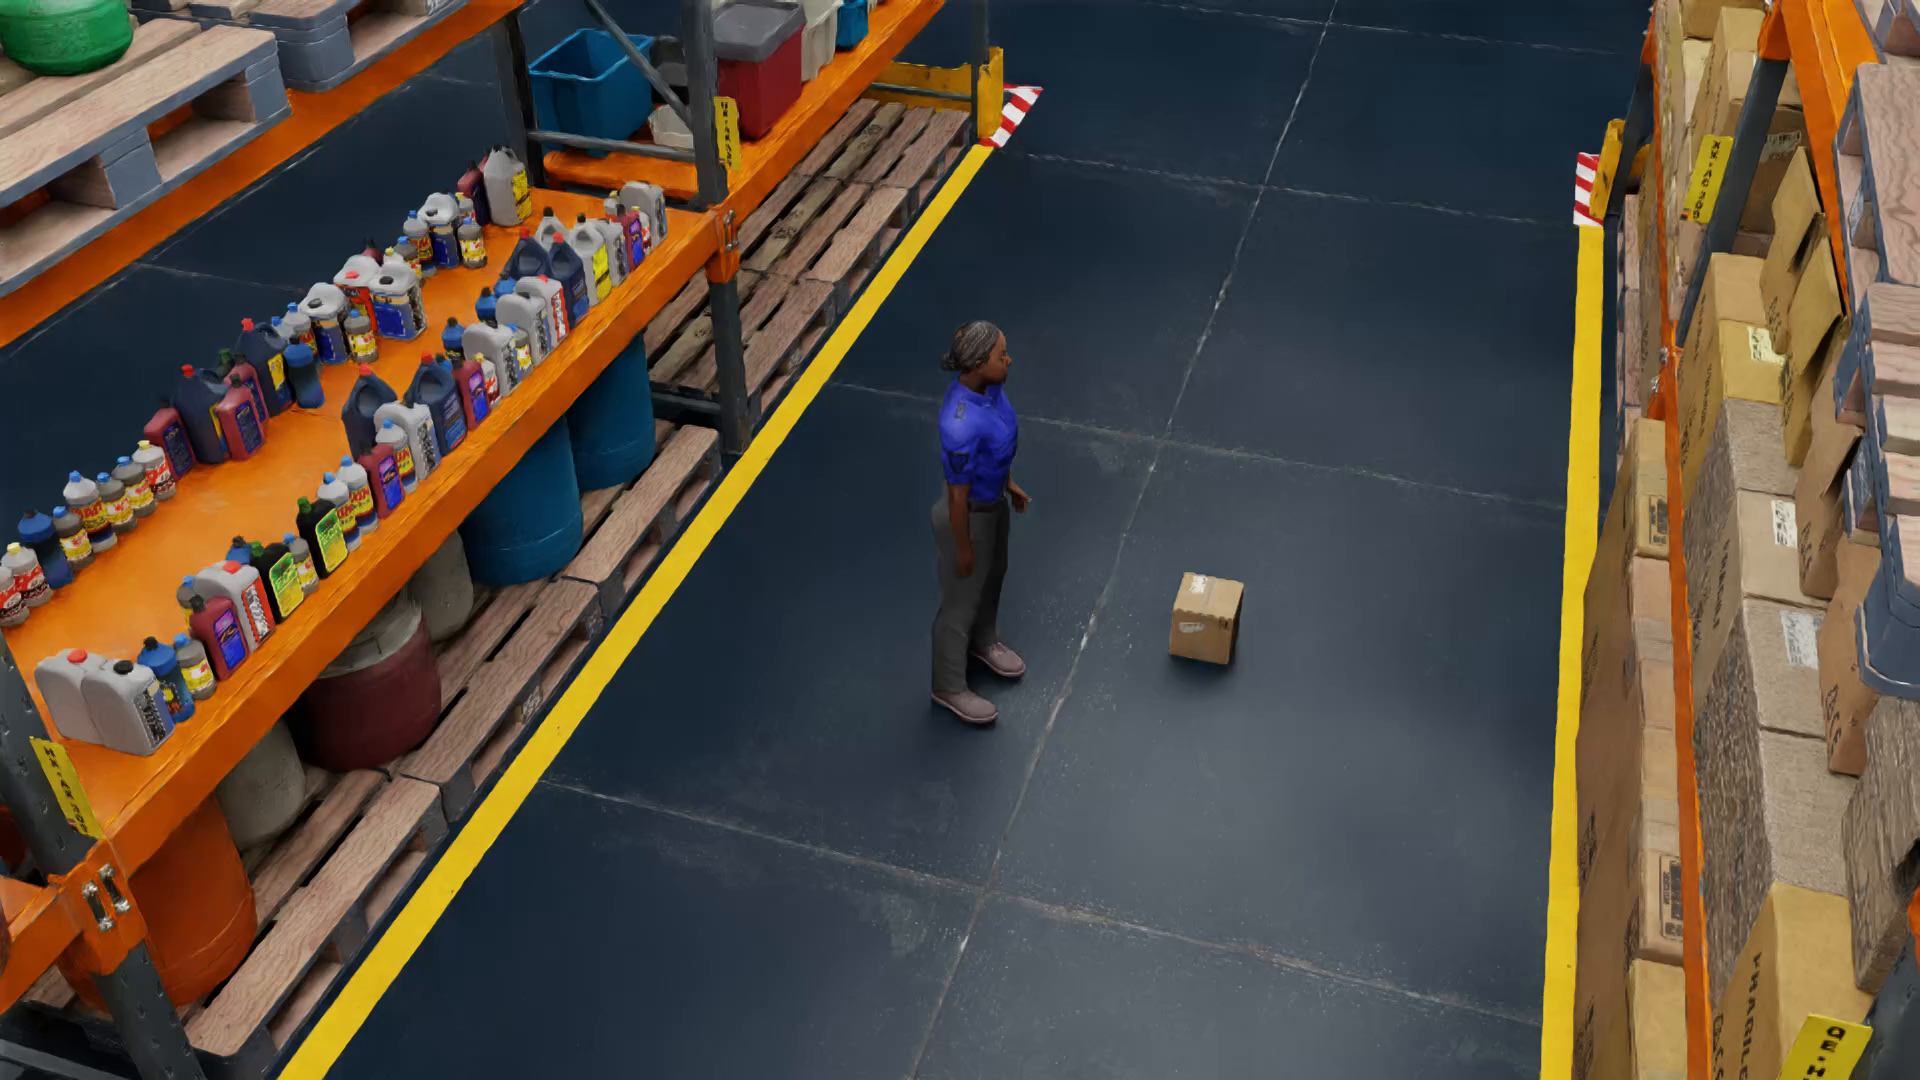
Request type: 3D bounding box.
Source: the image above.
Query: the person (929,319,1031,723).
[{"bbox_3d":[0.073,-0.089,6.236,0.349,1.664,0.493,9,38,11],"label":"person"}]
